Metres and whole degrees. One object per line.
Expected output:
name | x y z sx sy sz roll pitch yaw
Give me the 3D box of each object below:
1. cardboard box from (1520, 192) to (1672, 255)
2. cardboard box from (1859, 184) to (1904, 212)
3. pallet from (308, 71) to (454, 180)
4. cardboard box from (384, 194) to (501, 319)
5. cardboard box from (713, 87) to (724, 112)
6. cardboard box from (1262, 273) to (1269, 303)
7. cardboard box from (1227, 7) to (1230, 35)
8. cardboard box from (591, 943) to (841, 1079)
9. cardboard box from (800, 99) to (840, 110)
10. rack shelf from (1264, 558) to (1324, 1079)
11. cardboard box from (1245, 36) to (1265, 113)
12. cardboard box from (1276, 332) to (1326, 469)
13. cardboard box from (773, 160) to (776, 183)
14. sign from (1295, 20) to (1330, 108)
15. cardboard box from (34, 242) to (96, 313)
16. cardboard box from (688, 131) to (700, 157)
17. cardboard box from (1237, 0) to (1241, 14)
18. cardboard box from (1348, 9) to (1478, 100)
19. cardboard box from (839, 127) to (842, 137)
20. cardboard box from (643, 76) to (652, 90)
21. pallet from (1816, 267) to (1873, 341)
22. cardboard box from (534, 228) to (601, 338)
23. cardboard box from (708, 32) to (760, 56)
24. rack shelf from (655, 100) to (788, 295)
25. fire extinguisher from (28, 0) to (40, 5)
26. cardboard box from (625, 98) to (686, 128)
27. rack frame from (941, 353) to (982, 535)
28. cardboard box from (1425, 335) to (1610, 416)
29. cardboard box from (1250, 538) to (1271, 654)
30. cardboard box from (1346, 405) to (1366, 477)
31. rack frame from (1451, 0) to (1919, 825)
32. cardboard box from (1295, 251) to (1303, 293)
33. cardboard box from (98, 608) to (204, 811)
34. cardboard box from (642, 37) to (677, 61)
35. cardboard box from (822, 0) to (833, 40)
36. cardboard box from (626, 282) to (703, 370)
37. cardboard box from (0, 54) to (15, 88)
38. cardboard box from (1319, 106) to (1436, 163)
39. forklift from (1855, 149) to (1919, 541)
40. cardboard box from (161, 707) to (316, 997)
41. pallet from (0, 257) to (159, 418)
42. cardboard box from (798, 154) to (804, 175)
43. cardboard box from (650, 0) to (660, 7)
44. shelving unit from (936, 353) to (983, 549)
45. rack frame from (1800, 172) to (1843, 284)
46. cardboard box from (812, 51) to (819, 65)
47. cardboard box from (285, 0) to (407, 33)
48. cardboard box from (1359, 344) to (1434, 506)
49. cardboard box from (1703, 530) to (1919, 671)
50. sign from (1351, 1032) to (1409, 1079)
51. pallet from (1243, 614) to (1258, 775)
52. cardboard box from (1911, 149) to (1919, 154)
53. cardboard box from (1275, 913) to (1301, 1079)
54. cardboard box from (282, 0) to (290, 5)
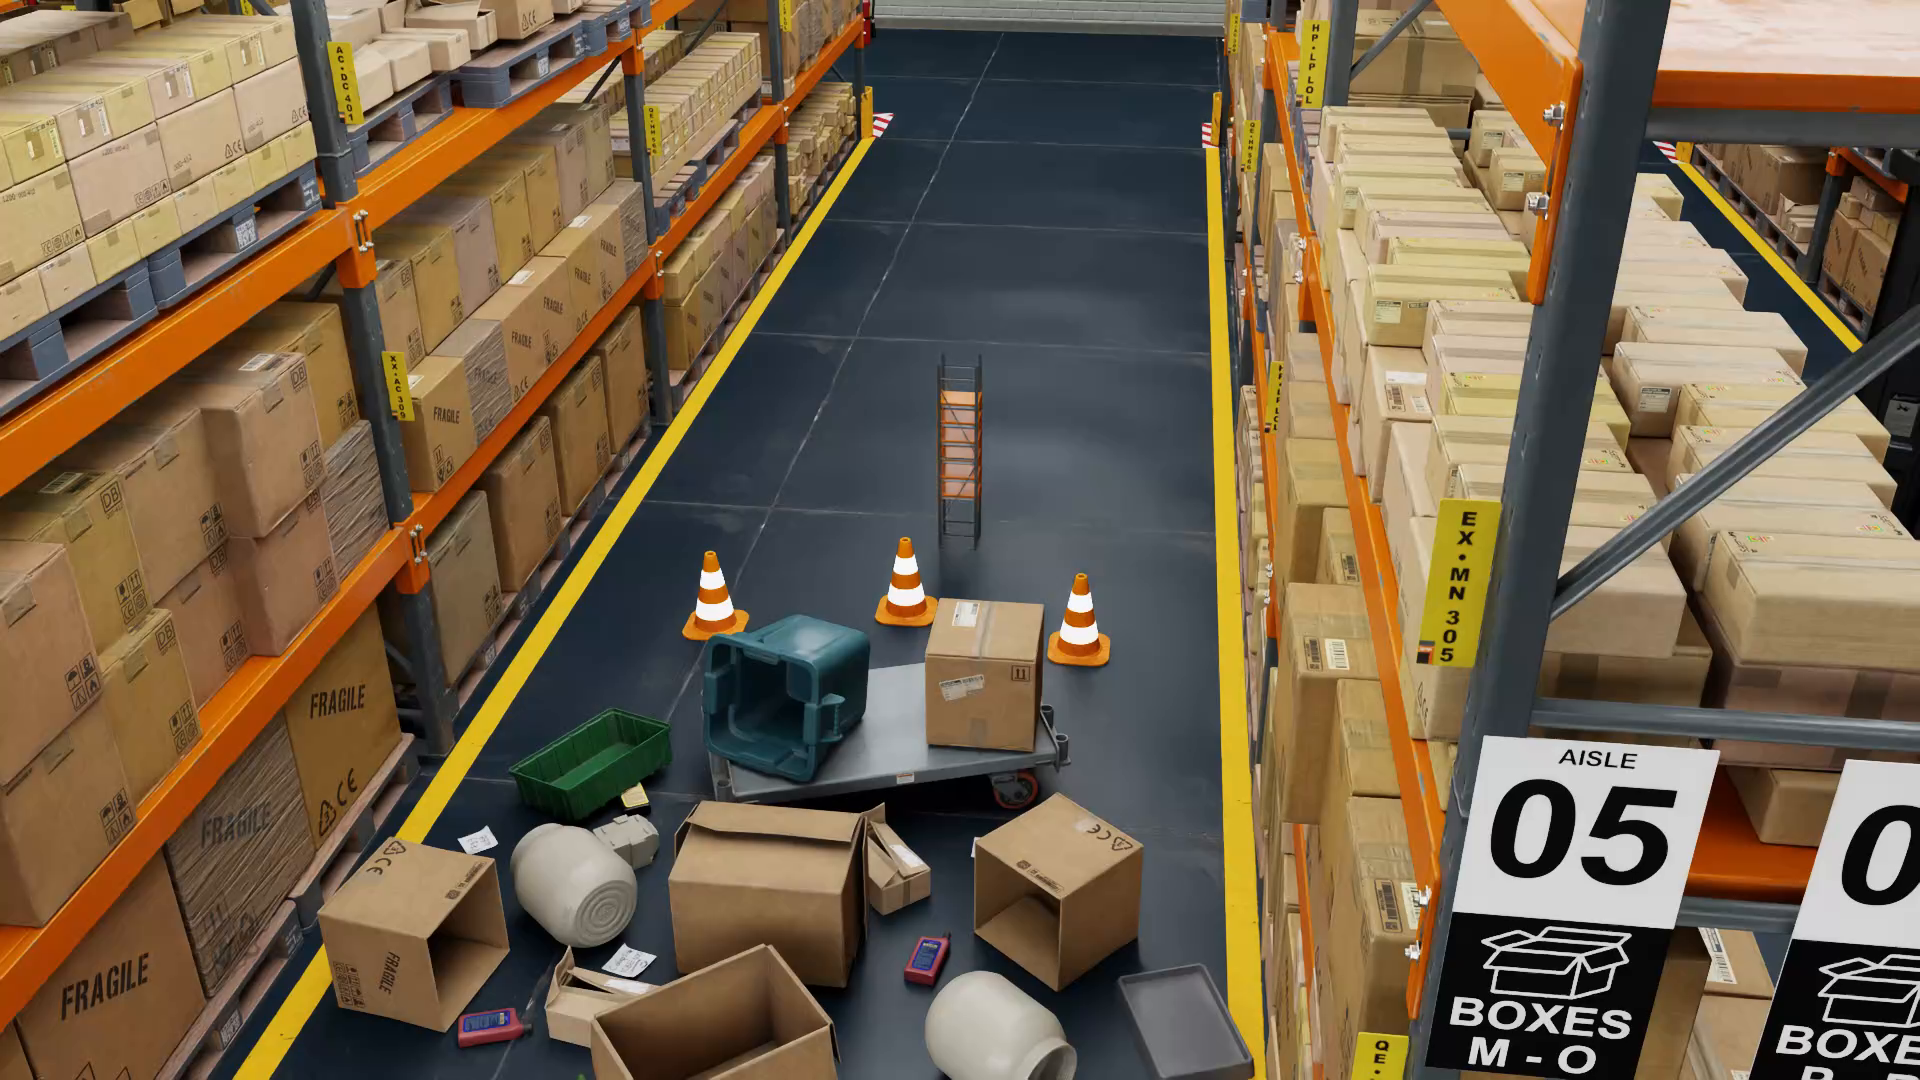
cardboard box | 1.956 -0.962 5.134 0.380 0.149 0.250 3 28 5
cardboard box | 7.505 -2.755 13.397 0.380 0.149 0.250 2 28 4
pallet | -2.971 -1.965 7.774 0.805 0.209 1.217 2 28 4
cardboard box | -2.856 -1.492 8.698 0.700 0.500 0.500 4 29 7
cardboard box | -2.065 -3.446 12.991 0.380 0.149 0.250 3 29 6
cardboard box | 1.955 -1.483 9.663 0.380 0.149 0.250 4 29 6
cardboard box | 2.983 -5.298 16.815 0.500 0.500 0.500 3 28 5
cardboard box | -0.897 1.954 6.093 0.797 0.503 0.637 -17 33 -29
cardboard box | -1.465 -4.508 17.391 0.380 0.149 0.250 2 28 4
rack shelf | 1.646 1.204 5.611 1.077 0.370 4.000 3 28 6
cardboard box | 2.376 -3.393 12.225 0.500 0.500 0.500 3 28 5
cardboard box | 1.622 -0.475 6.495 0.700 0.500 0.500 3 28 6
cardboard box | -1.806 -3.402 15.337 0.380 0.149 0.250 4 29 8
sign | 1.340 -1.806 6.317 0.100 0.325 0.005 3 28 6
cardboard box | -2.948 -0.824 5.172 0.380 0.149 0.250 3 28 6
cardboard box | -2.162 -2.956 12.396 0.380 0.149 0.250 4 29 8
cardboard box | 2.655 -4.542 14.359 0.500 0.500 0.500 3 28 6
cardboard box | 1.835 -1.994 6.814 0.500 0.250 0.500 4 29 7
cardboard box | -1.470 -4.366 17.755 0.380 0.149 0.250 3 28 6
cardboard box | -2.682 -3.613 13.303 0.380 0.149 0.250 4 29 8
pallet | 7.736 -1.920 13.592 1.003 0.211 1.213 3 28 6
cardboard box | -2.457 -1.523 9.810 0.500 0.500 0.500 3 28 5
cardboard box | -1.910 -4.196 14.070 0.380 0.149 0.250 5 29 9
rack shelf | -2.299 -2.802 13.046 1.077 0.370 4.000 3 28 6
fire extinguisher | -10.920 -6.413 19.465 0.296 0.674 0.183 3 28 6
cardboard box | -2.198 -3.086 12.010 0.380 0.149 0.250 2 28 4
rack frame | 0.009 -0.564 10.033 0.240 1.200 0.006 3 28 6
cardboard box | 1.351 -0.380 4.054 0.380 0.149 0.250 3 28 6
cardboard box | 2.037 0.332 8.798 0.950 0.372 0.625 5 29 9
cardboard box | 1.311 -0.291 4.730 0.380 0.149 0.250 3 28 6
rack frame | 1.401 -0.812 2.270 1.000 3.000 0.127 3 28 6
cardboard box | 1.795 -1.255 7.871 0.380 0.149 0.250 3 28 5
cardboard box | -3.261 0.577 5.858 0.875 0.550 0.500 3 28 6
cardboard box | -2.587 -4.106 13.903 0.380 0.149 0.250 4 29 8
cardboard box | -1.556 -5.176 16.275 0.500 0.500 0.500 5 29 9
cardboard box | -2.204 -1.580 12.212 0.500 0.500 0.500 2 28 4
cardboard box | -3.509 -1.574 5.722 0.380 0.149 0.250 3 28 5
cardboard box | 1.528 -1.486 6.107 0.380 0.149 0.250 3 28 5
forklift | 5.233 -0.598 8.270 3.031 2.935 1.130 14 31 25
cardboard box | -3.288 1.173 6.708 0.875 0.875 0.875 4 29 7
pallet | -3.297 -0.618 5.166 1.003 0.211 1.213 3 28 6
cardboard box | -1.720 -3.641 16.095 0.380 0.149 0.250 2 28 4
cardboard box | -2.210 -3.795 10.863 0.500 0.500 0.500 3 28 6
shelving unit | -0.002 -0.521 9.953 0.258 1.200 0.189 3 28 6
rack frame | 7.798 -3.533 13.645 1.000 3.000 0.127 3 28 6
cardboard box | -1.582 -4.686 16.051 0.380 0.149 0.250 5 29 8
cardboard box | -3.038 -2.642 8.375 0.500 0.311 0.500 2 28 4
cardboard box | 1.318 -0.294 4.316 0.500 0.250 0.500 4 29 8
cardboard box | 1.647 0.112 3.140 0.380 0.149 0.250 3 28 6
sign | 0.852 1.138 3.420 0.100 0.325 0.005 3 28 6
pallet | 1.985 0.807 8.529 1.003 0.211 1.213 3 28 6
cardboard box | 7.357 -2.934 11.985 0.700 0.500 0.500 3 28 6
cardboard box | 1.369 1.649 5.692 0.500 0.500 0.500 3 28 5
cardboard box | -6.584 -5.233 15.854 0.500 0.500 0.500 3 28 6
